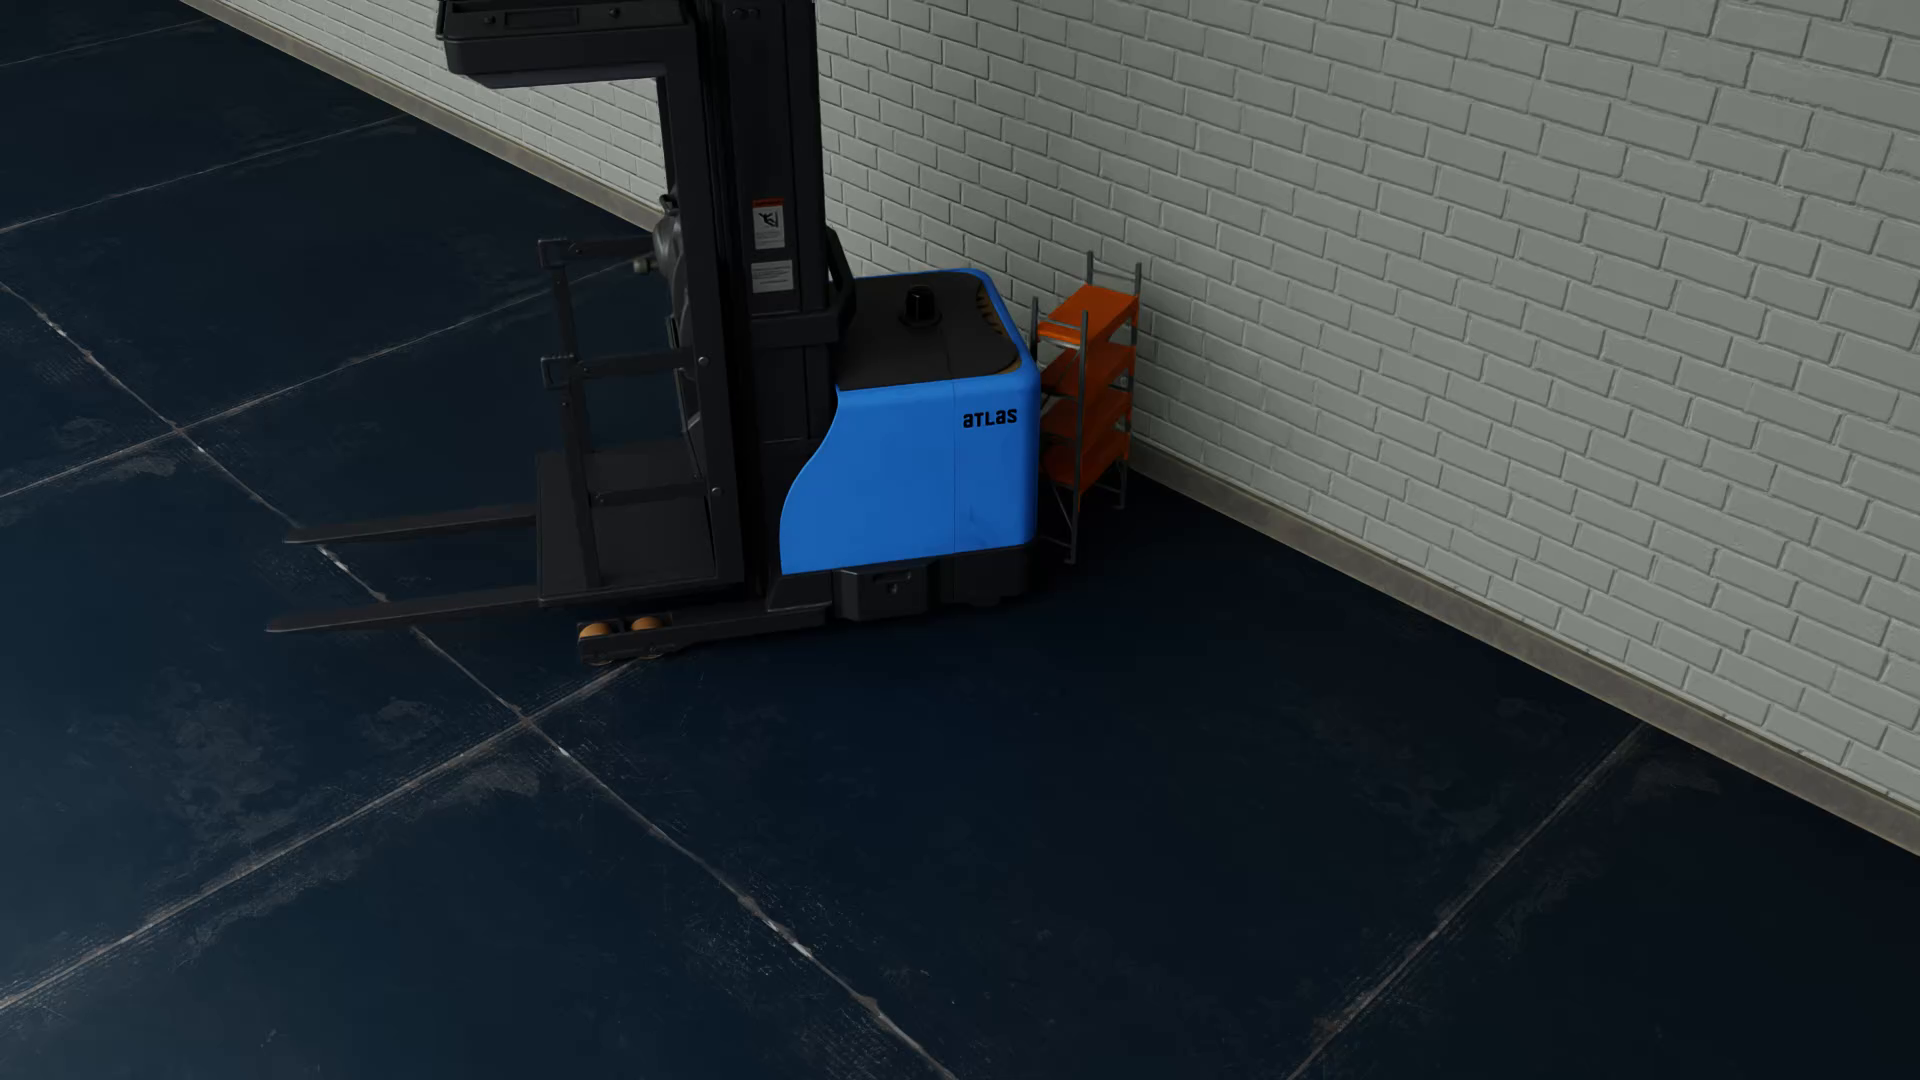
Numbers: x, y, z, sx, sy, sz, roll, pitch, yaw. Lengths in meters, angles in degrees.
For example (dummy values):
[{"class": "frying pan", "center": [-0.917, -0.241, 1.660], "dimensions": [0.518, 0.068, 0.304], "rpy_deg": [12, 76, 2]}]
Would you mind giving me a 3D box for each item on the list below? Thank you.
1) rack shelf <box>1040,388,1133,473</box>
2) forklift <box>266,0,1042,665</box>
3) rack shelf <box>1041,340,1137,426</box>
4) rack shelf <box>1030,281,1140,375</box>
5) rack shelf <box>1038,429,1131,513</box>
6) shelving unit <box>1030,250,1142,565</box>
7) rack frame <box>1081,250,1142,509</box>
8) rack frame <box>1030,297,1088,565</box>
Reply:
[{"class": "rack shelf", "center": [0.511, -0.491, 7.022], "dimensions": [0.258, 0.148, 0.480], "rpy_deg": [18, 39, 24]}, {"class": "forklift", "center": [-1.247, -1.040, 6.180], "dimensions": [3.031, 2.935, 1.130], "rpy_deg": [-7, 36, -10]}, {"class": "rack shelf", "center": [0.511, -0.674, 6.894], "dimensions": [0.258, 0.148, 0.480], "rpy_deg": [18, 39, 24]}, {"class": "rack shelf", "center": [0.511, -0.868, 6.759], "dimensions": [0.258, 0.148, 0.480], "rpy_deg": [18, 39, 24]}, {"class": "rack shelf", "center": [0.511, -0.328, 7.136], "dimensions": [0.258, 0.148, 0.480], "rpy_deg": [18, 39, 24]}, {"class": "shelving unit", "center": [0.511, -0.546, 6.984], "dimensions": [0.258, 1.200, 0.503], "rpy_deg": [18, 39, 24]}, {"class": "rack frame", "center": [0.633, -0.667, 7.157], "dimensions": [0.240, 1.200, 0.015], "rpy_deg": [18, 39, 24]}, {"class": "rack frame", "center": [0.389, -0.425, 6.811], "dimensions": [0.240, 1.200, 0.015], "rpy_deg": [18, 39, 24]}]
